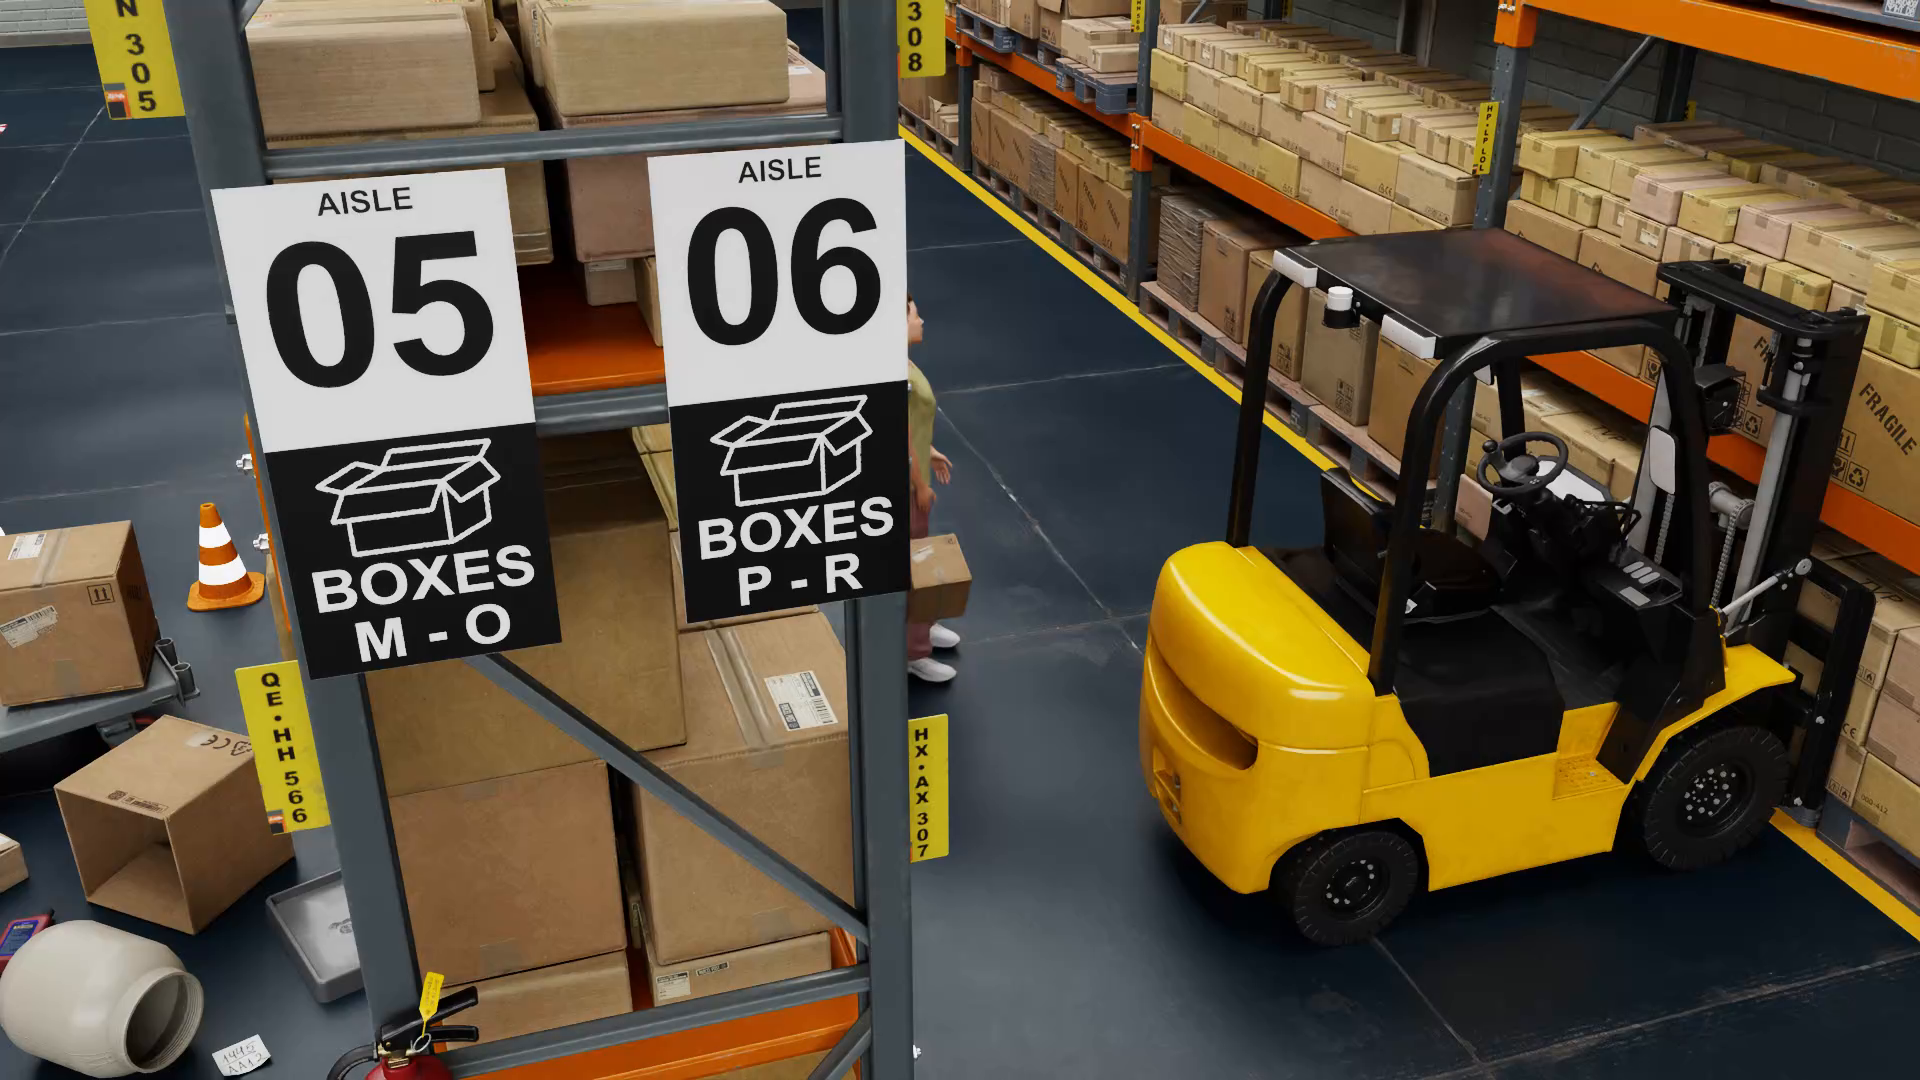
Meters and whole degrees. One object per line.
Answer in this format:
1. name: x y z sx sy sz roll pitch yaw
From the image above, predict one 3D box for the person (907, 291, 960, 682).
1. person: -0.209 -0.236 7.046 0.432 1.684 0.525 -3 27 -6
